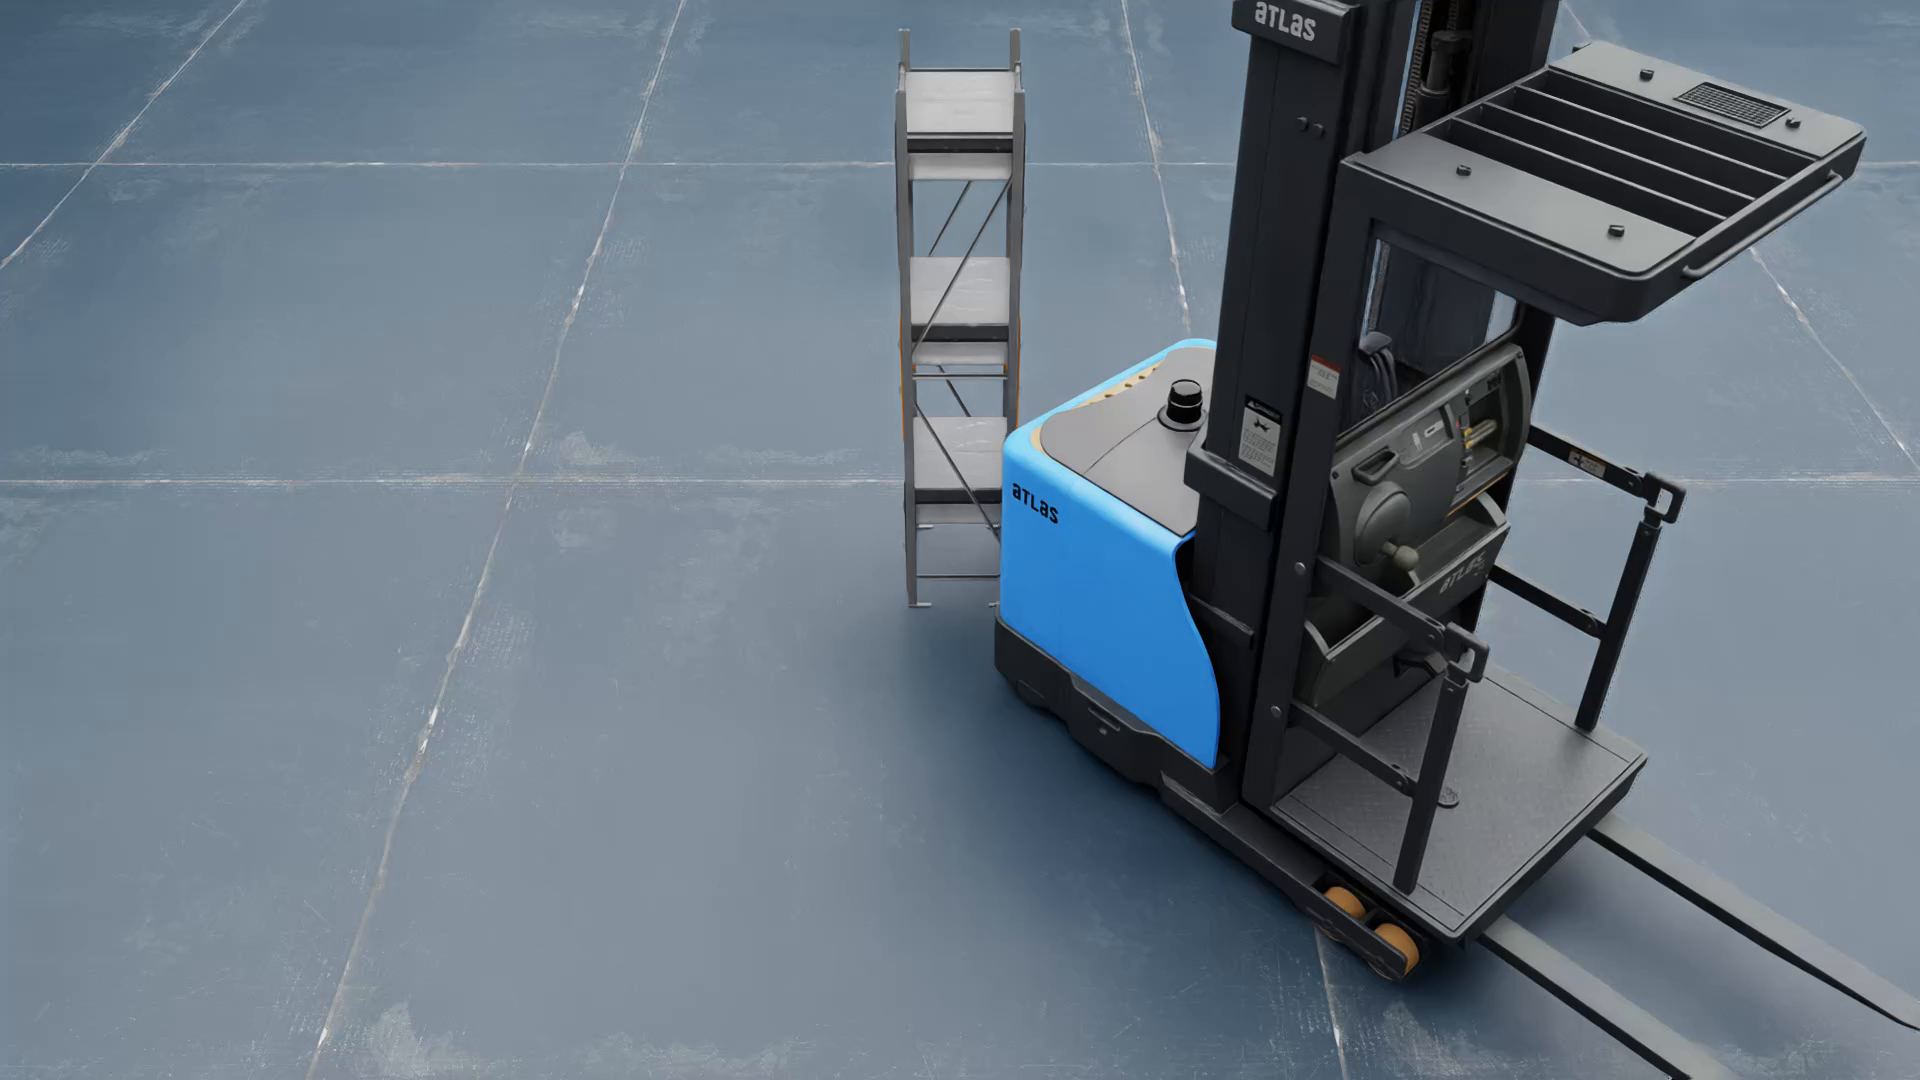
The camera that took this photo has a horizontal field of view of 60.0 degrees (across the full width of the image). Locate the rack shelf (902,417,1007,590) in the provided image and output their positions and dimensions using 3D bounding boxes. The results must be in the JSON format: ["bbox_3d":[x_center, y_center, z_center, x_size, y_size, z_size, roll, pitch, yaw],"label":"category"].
[{"bbox_3d":[0.000,-0.159,6.410,0.431,0.518,0.480,0,39,0],"label":"rack shelf"}]

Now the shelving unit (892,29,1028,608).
[{"bbox_3d":[0.000,-0.716,5.964,0.431,2.100,0.503,0,39,0],"label":"shelving unit"}]

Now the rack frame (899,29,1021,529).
[{"bbox_3d":[0.000,-0.868,6.155,0.400,2.100,0.015,0,39,0],"label":"rack frame"}]

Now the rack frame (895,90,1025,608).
[{"bbox_3d":[0.000,-0.563,5.774,0.400,2.100,0.015,0,39,0],"label":"rack frame"}]

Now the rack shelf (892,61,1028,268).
[{"bbox_3d":[0.000,-1.251,5.535,0.431,0.518,0.480,0,39,0],"label":"rack shelf"}]

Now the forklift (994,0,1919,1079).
[{"bbox_3d":[1.491,-0.170,4.618,1.130,2.935,3.031,-30,47,-32],"label":"forklift"}]

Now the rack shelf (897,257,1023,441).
[{"bbox_3d":[0.000,-0.705,5.973,0.431,0.518,0.480,0,39,0],"label":"rack shelf"}]
